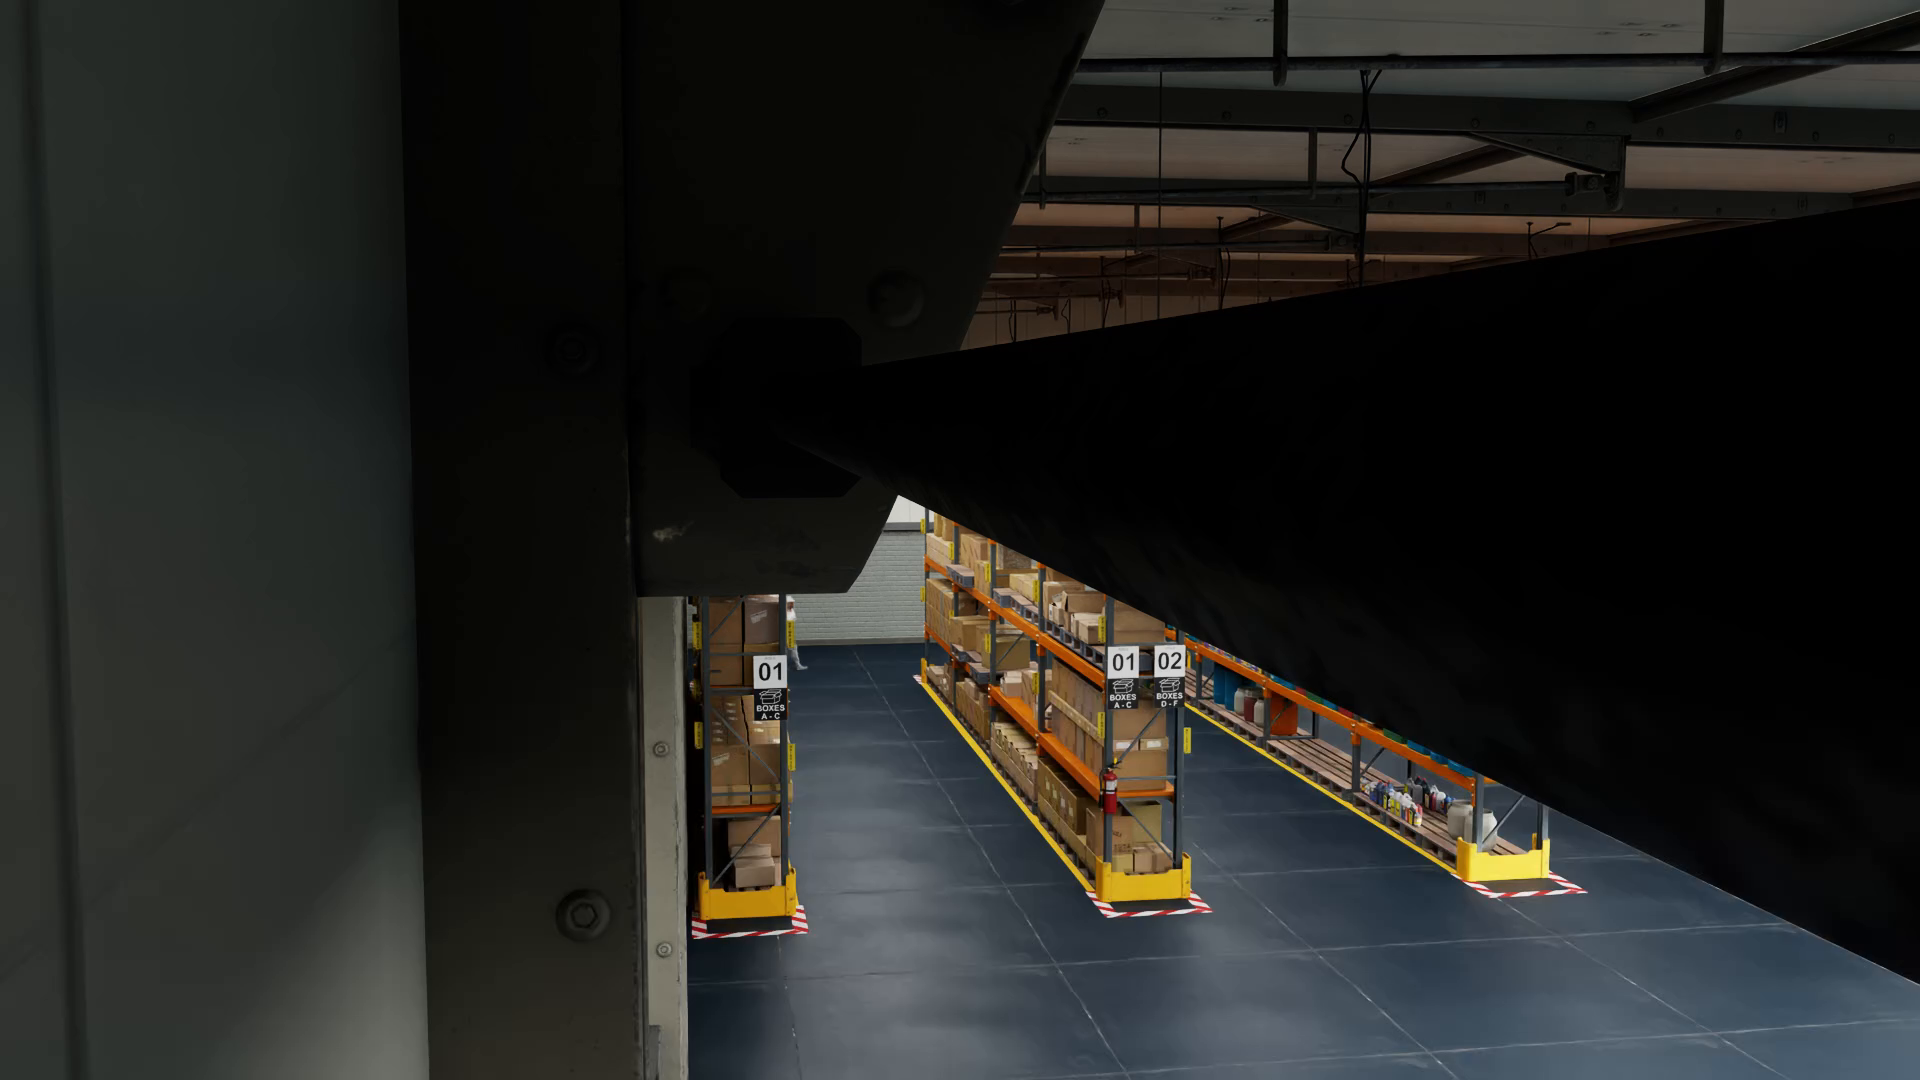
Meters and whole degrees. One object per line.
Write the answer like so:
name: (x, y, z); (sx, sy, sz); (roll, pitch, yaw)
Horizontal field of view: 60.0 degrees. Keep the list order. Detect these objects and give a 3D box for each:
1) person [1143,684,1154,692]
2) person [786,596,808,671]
person: (3.749, 2.530, 33.115); (0.571, 1.727, 1.035); (2, 5, 19)
person: (-3.983, 2.132, 38.110); (1.116, 1.714, 0.559); (1, 5, 11)
